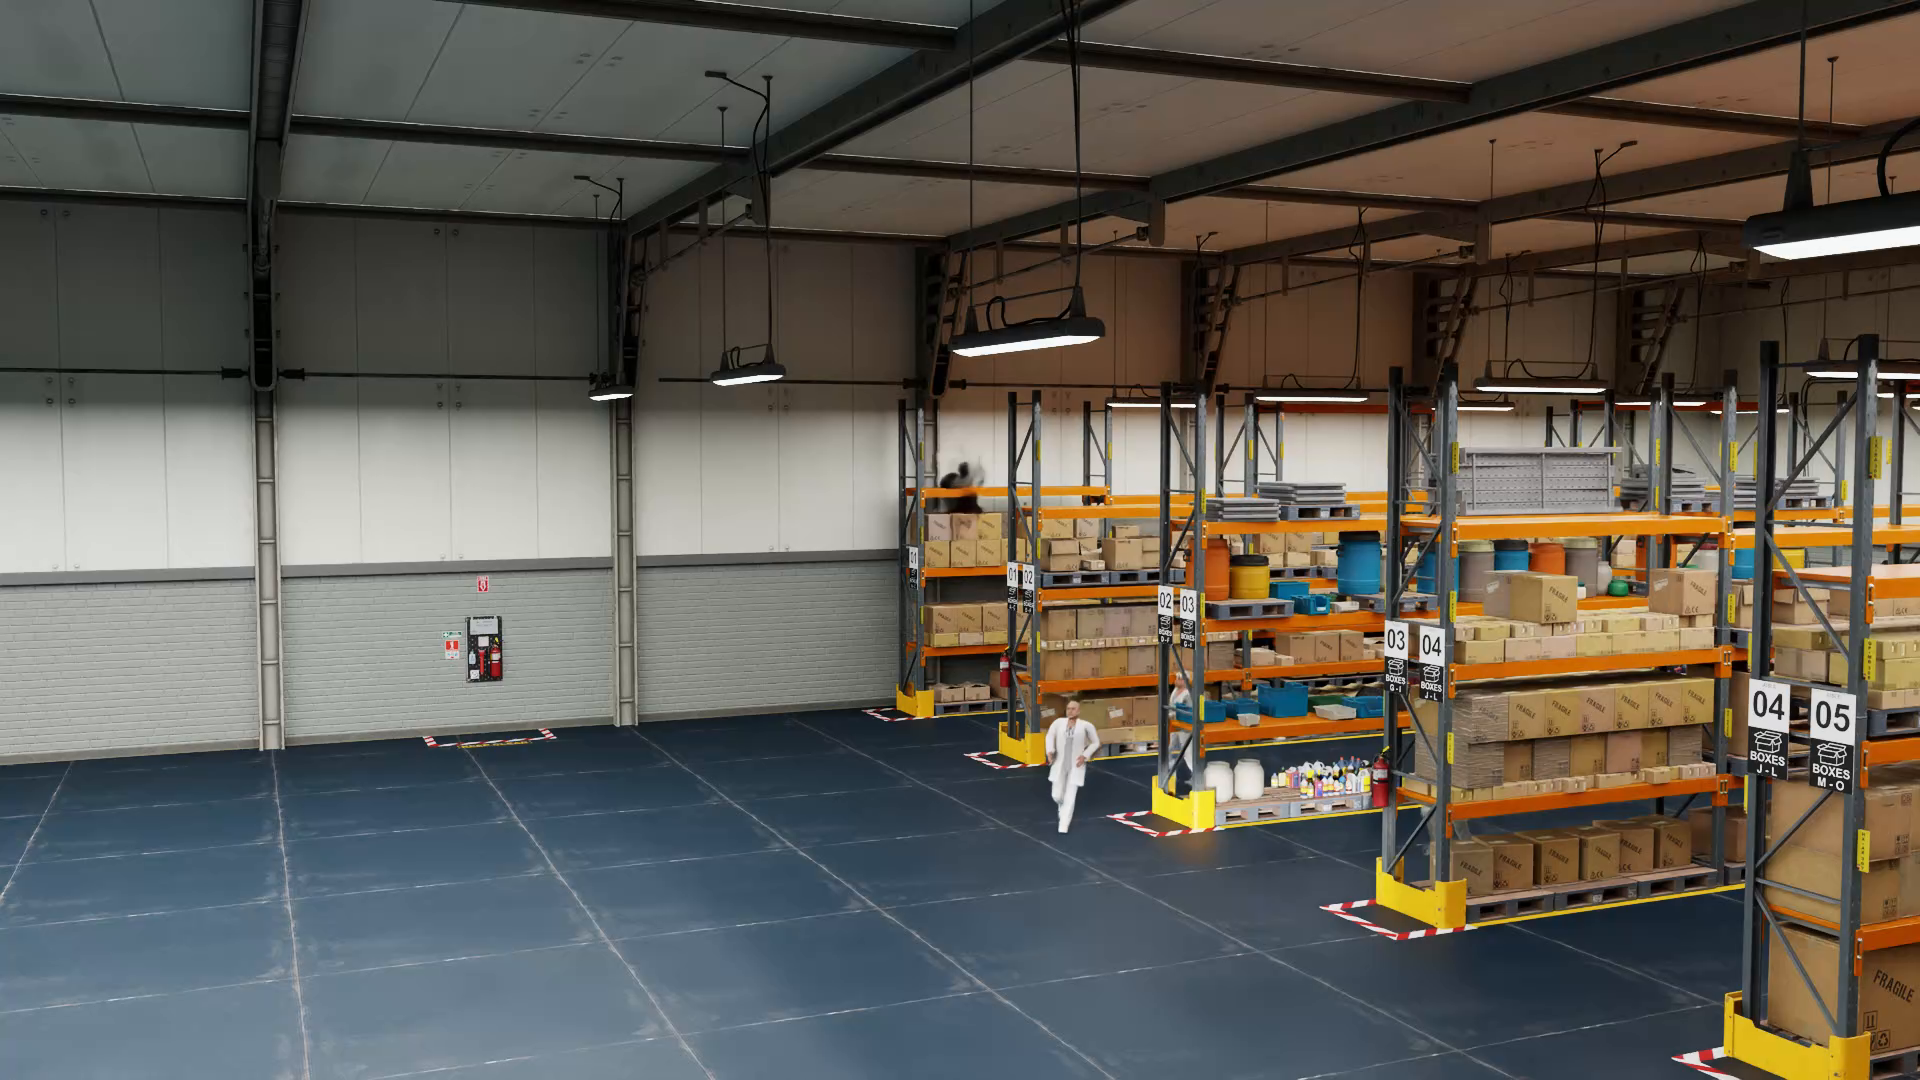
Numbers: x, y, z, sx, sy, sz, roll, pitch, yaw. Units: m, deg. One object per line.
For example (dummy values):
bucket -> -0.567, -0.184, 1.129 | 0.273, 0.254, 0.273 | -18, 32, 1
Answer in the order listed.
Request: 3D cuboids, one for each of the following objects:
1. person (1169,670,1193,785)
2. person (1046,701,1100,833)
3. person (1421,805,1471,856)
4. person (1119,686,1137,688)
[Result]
person -> 3.274, 2.832, 24.649 | 0.765, 1.835, 0.628 | -2, 4, -35
person -> 1.493, 3.001, 22.189 | 0.737, 1.732, 0.660 | 1, 3, 17
person -> 6.093, 3.076, 20.784 | 0.773, 1.838, 0.635 | -2, 4, -31
person -> 3.076, 2.584, 29.865 | 0.738, 1.724, 0.557 | -2, 4, -29
